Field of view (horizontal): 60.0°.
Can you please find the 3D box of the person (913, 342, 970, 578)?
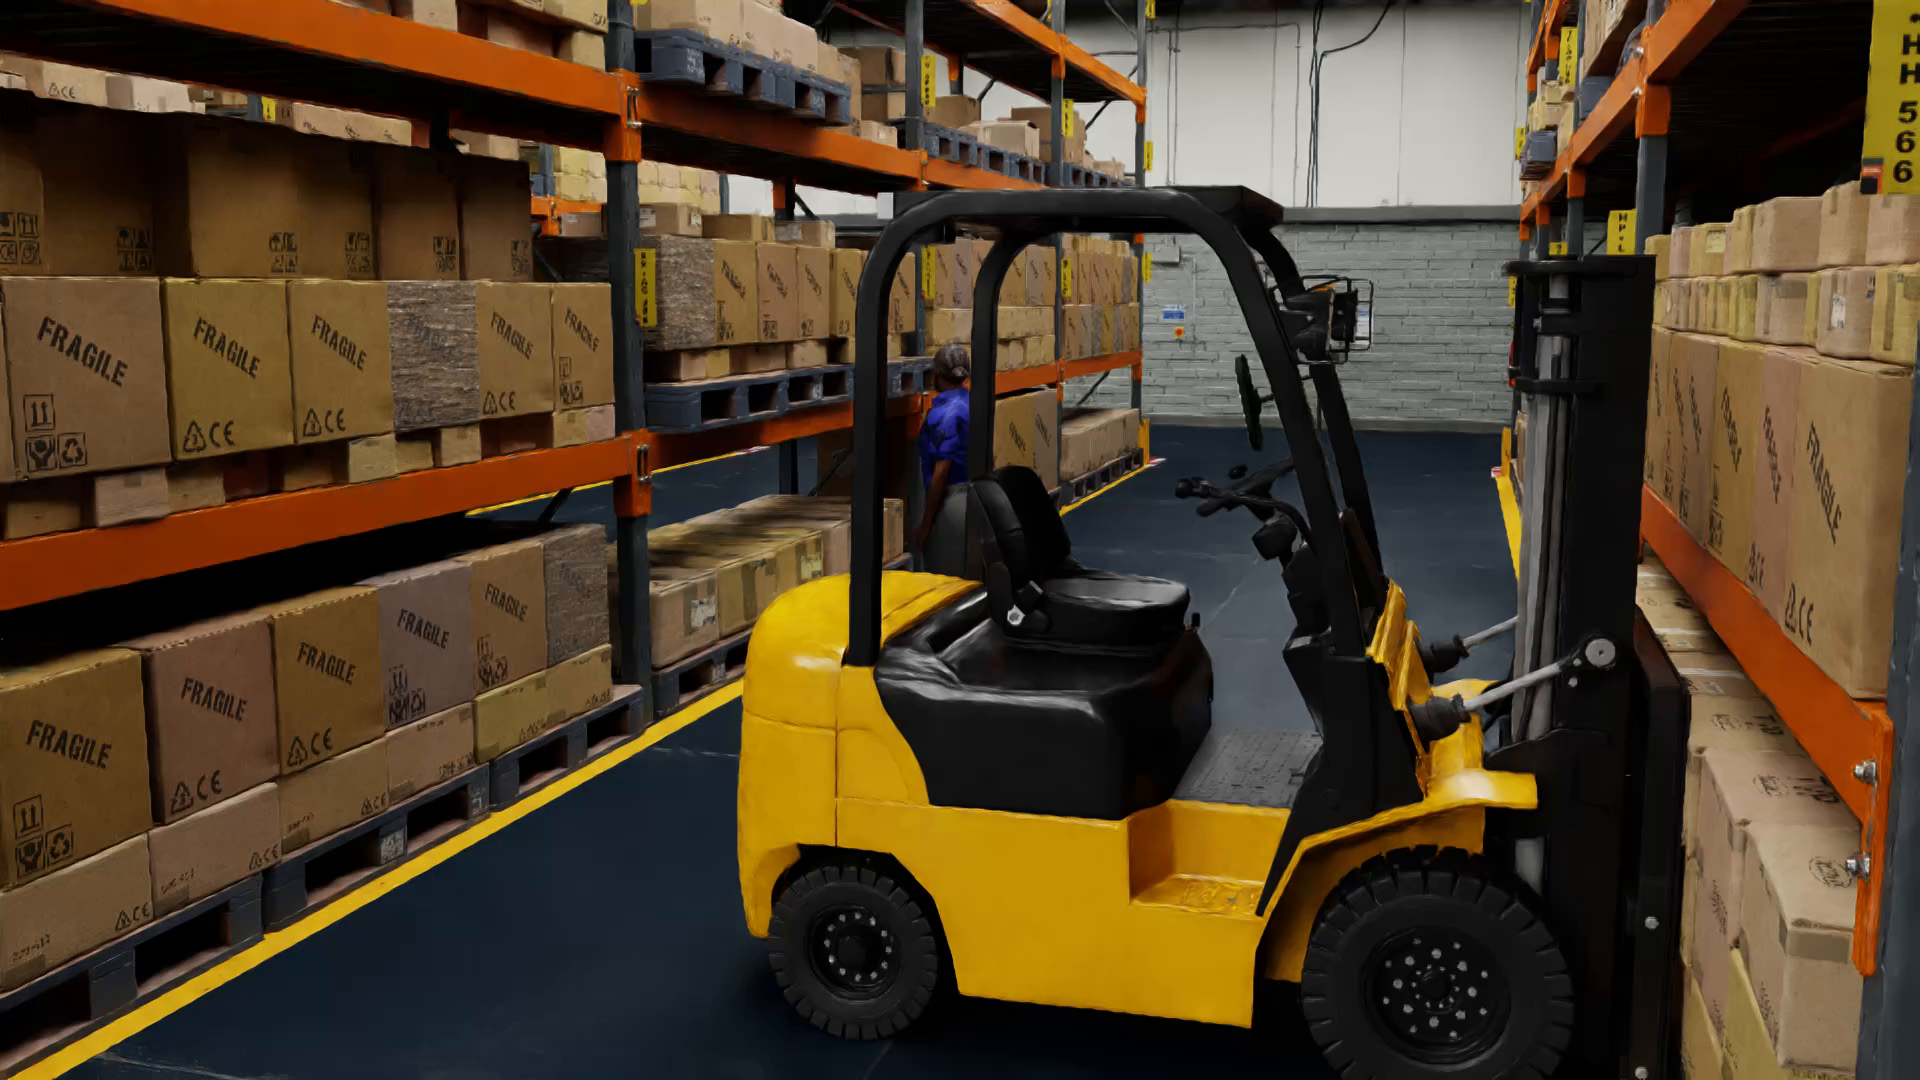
[{"bbox_3d":[-0.058,-0.074,7.822,0.375,1.700,0.500,4,9,23],"label":"person"}]
